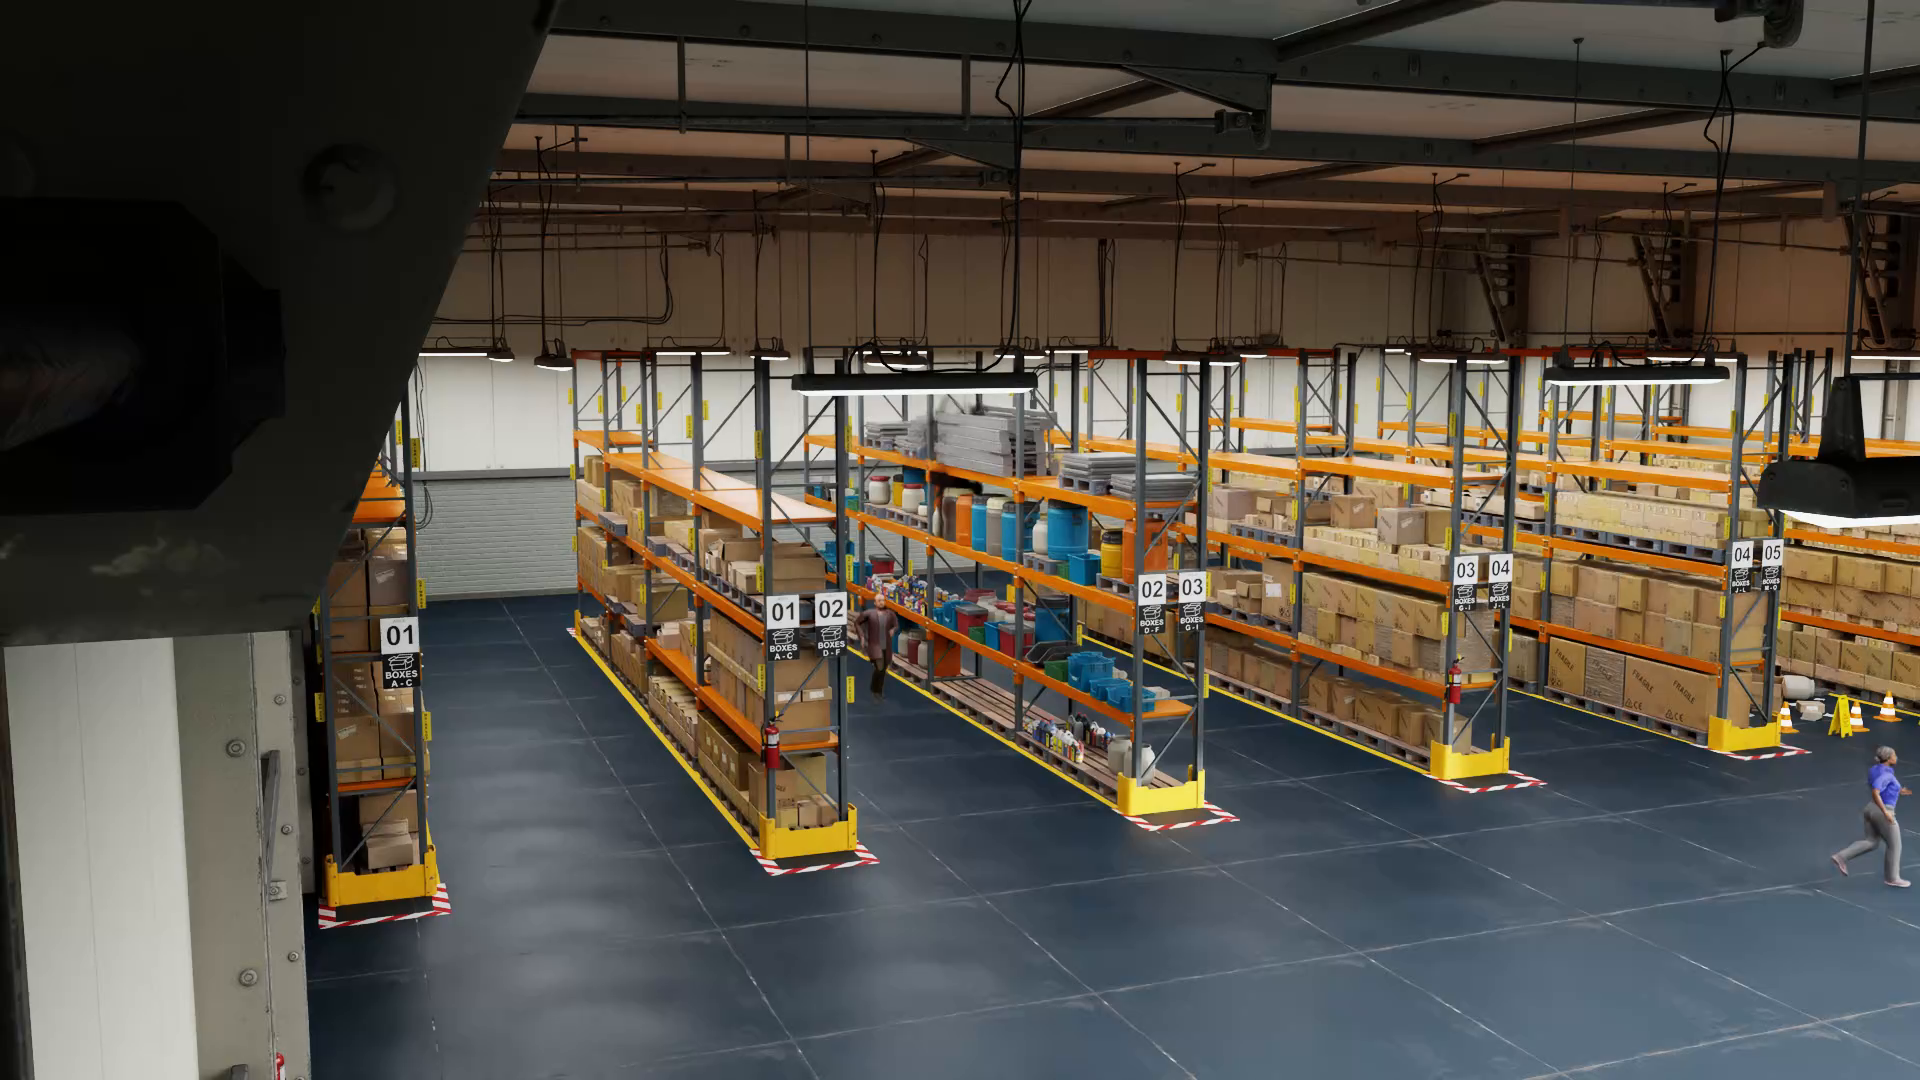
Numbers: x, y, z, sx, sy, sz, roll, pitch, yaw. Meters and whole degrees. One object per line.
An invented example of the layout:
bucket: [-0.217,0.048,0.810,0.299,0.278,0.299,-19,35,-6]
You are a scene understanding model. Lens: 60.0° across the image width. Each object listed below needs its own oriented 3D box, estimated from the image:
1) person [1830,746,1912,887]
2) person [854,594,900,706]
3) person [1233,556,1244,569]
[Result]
person: [10.470,3.150,19.000,0.865,1.635,0.578,1,7,5]
person: [-1.303,1.801,27.234,0.683,1.837,0.739,-3,8,-26]
person: [7.061,0.221,42.187,0.680,1.800,0.639,-5,8,-32]
